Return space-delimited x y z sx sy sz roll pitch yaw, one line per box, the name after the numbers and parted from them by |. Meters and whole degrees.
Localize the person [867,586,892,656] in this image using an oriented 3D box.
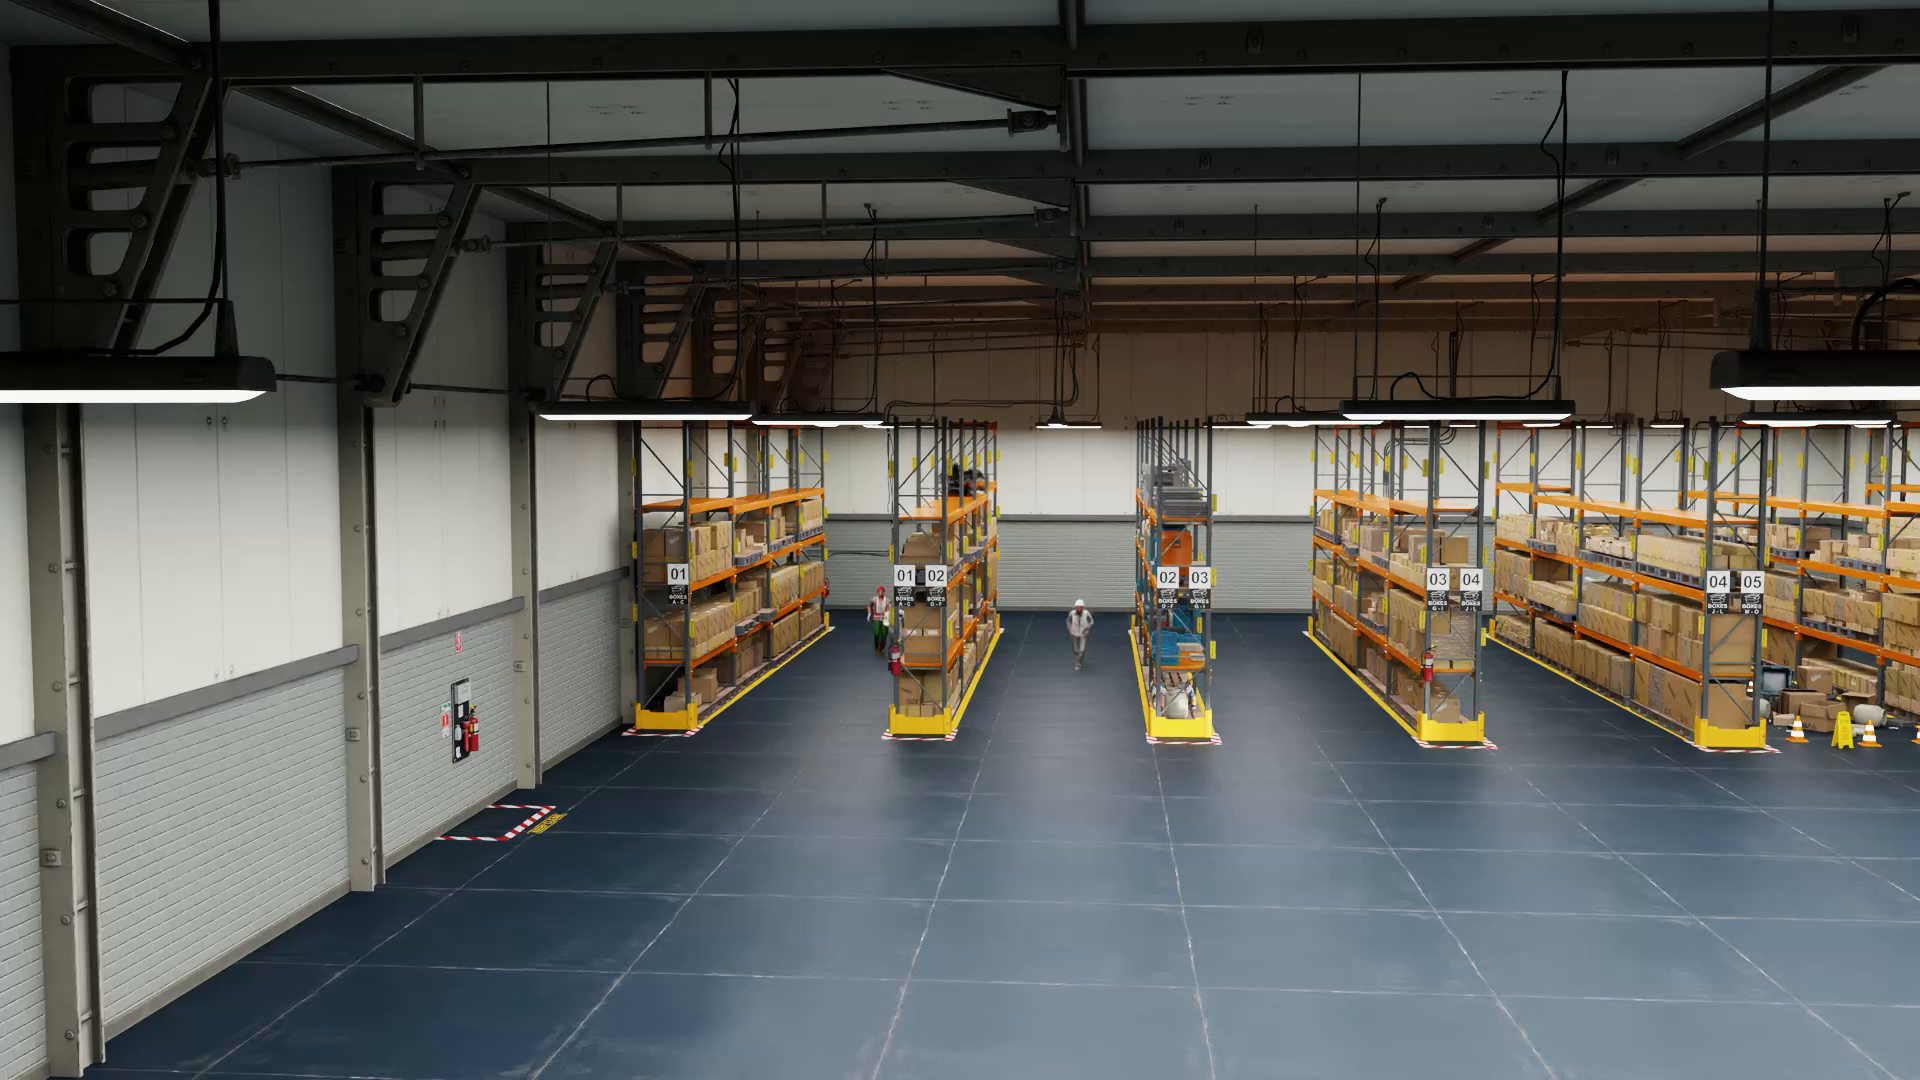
-2.023 2.068 42.306 0.647 1.782 0.698 0 4 -7 | person

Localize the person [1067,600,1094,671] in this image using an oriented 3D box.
2.890 2.278 40.041 0.649 1.714 0.808 0 4 3 | person

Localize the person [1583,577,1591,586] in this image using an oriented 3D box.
18.475 1.834 48.003 1.188 1.550 0.684 -1 4 -21 | person

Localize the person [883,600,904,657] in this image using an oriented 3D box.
-1.557 2.256 40.436 0.600 1.666 0.941 0 4 2 | person
